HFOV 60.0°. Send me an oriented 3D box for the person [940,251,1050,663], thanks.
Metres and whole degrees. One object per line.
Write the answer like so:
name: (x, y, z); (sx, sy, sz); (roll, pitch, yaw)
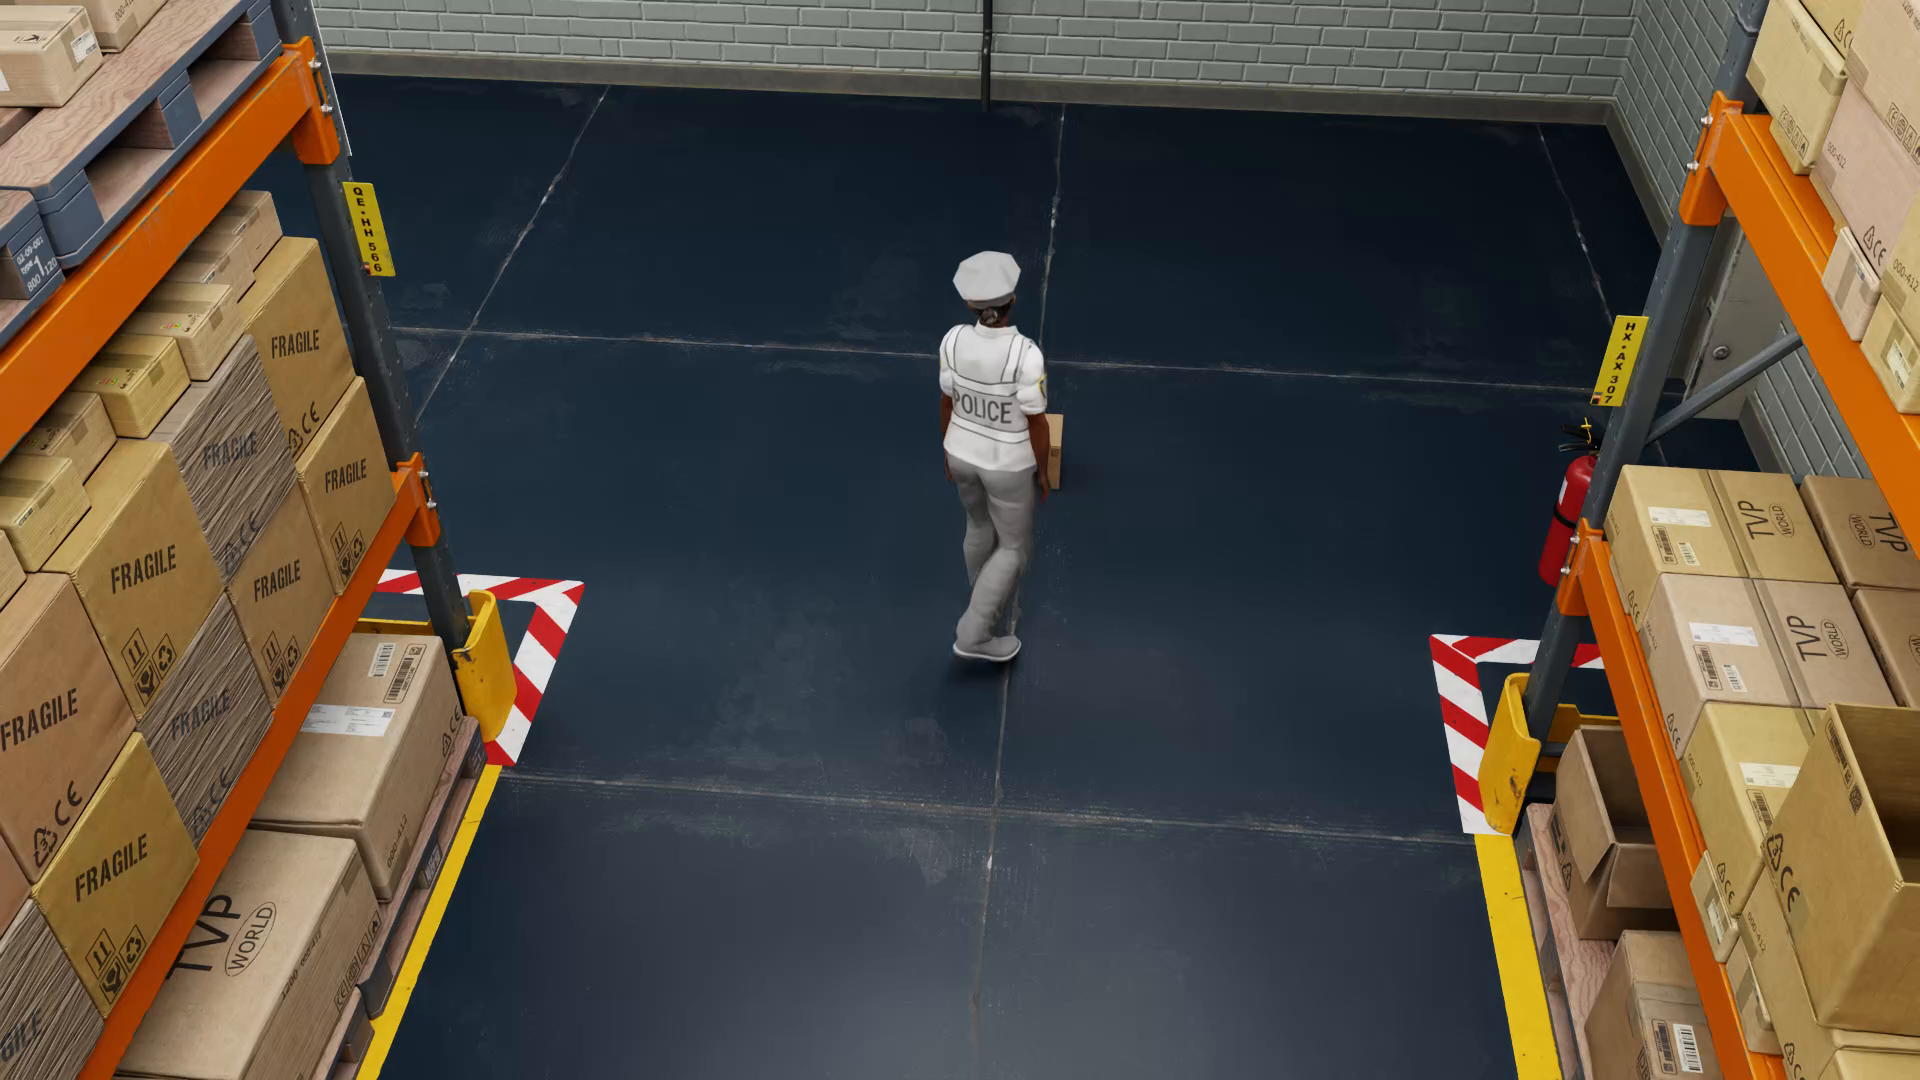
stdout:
person: (0.105, -0.277, 6.471); (0.479, 1.663, 0.656); (22, 45, 24)
